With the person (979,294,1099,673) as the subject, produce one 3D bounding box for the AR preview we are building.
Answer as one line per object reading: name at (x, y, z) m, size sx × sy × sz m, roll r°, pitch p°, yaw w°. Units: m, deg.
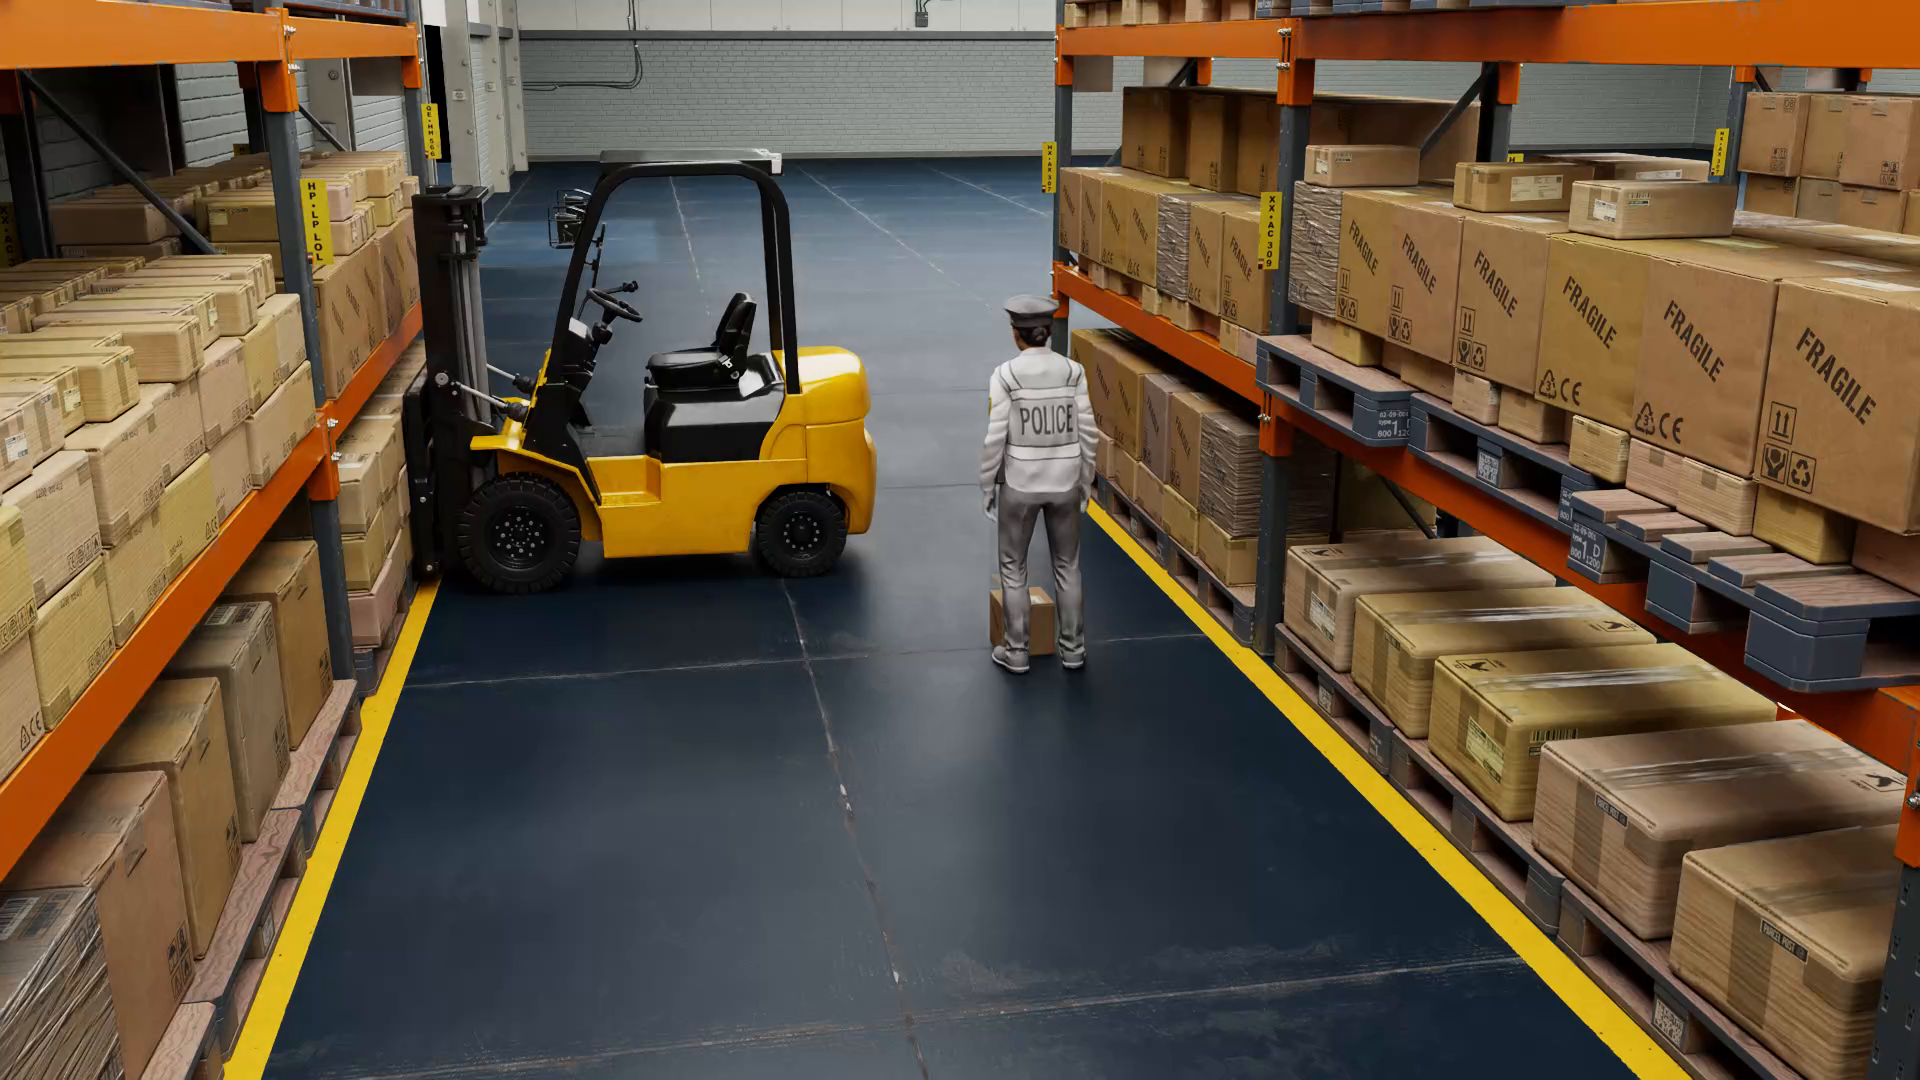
person at (0.340, -0.228, 7.304) m, size 0.529 × 1.662 × 0.375 m, roll -4°, pitch 17°, yaw -13°
